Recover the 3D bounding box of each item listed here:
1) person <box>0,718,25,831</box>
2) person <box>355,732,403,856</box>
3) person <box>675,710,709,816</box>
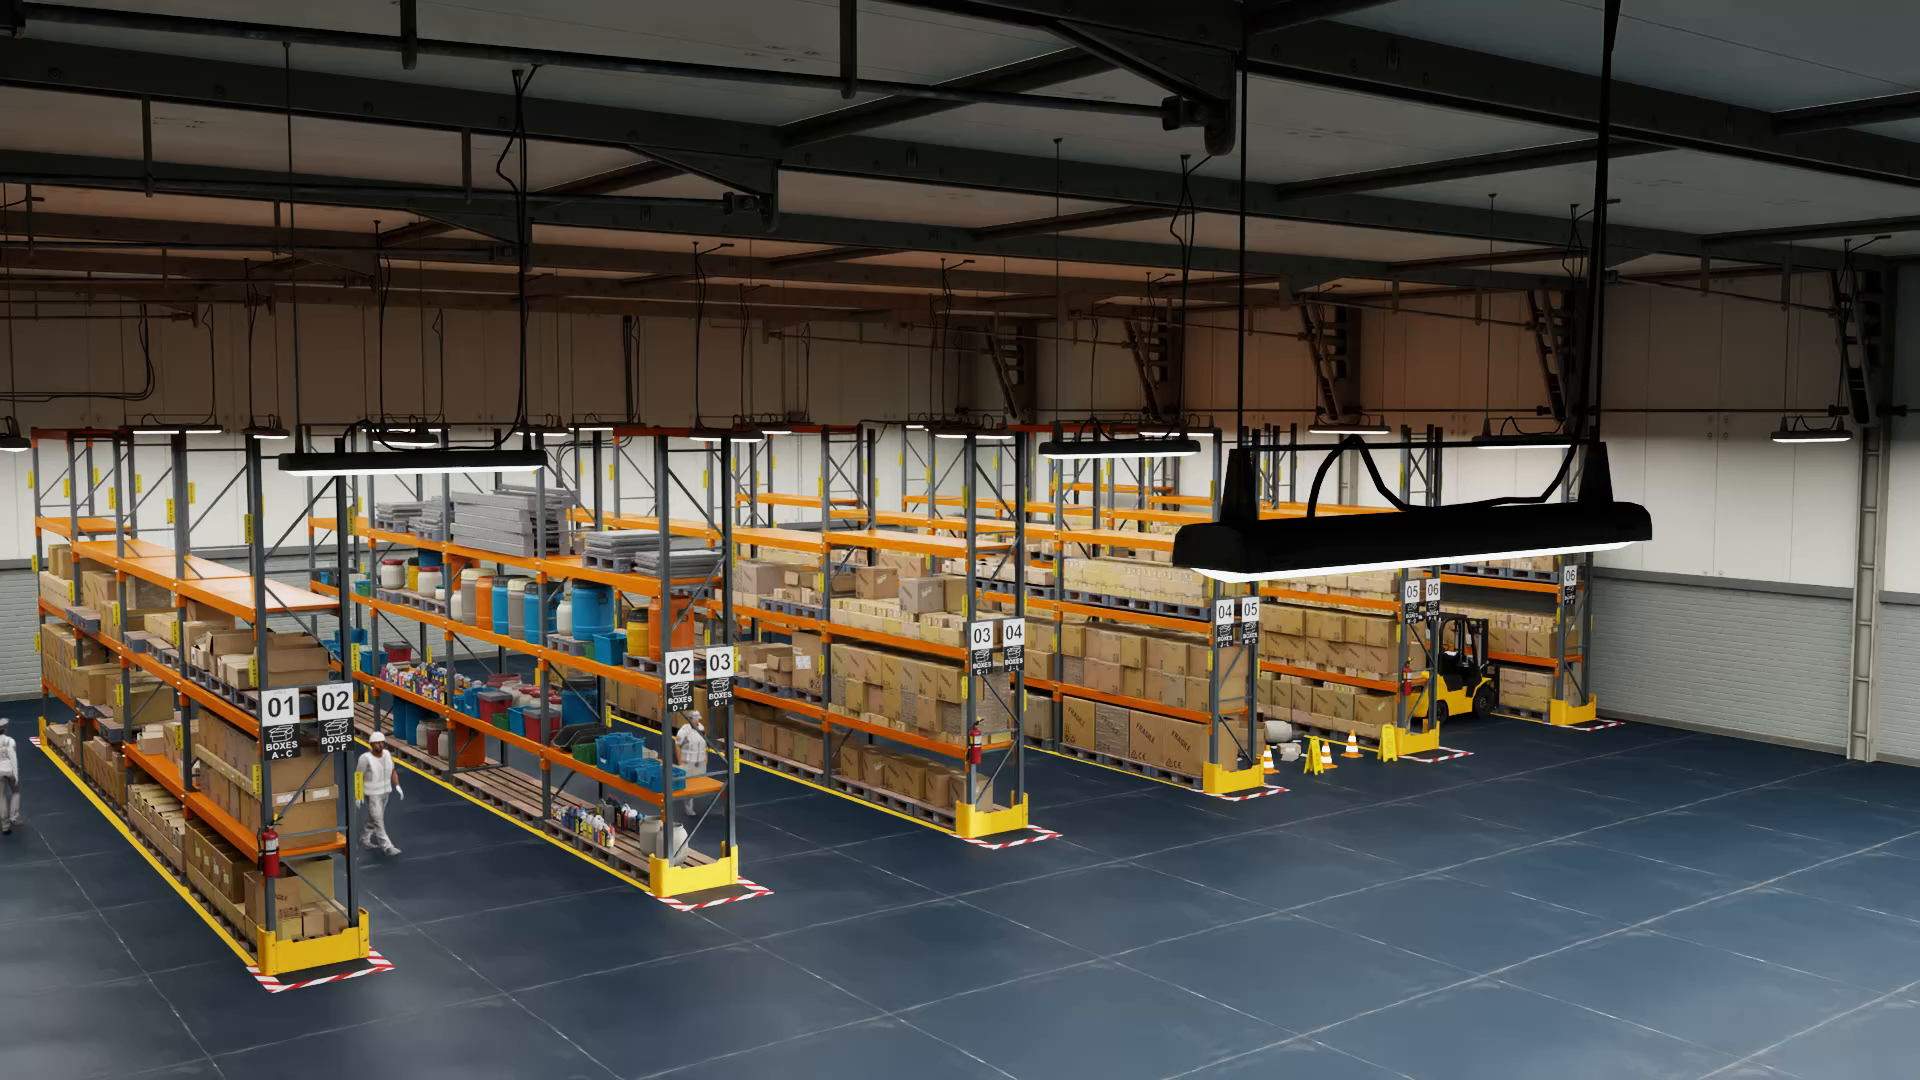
[{"bbox_3d":[-14.372,3.527,24.976,0.494,1.673,0.500,-2,5,-27],"label":"person"},{"bbox_3d":[-8.201,3.583,23.599,1.066,1.722,0.577,2,5,25],"label":"person"},{"bbox_3d":[-4.228,3.472,26.141,0.571,1.647,0.555,-4,6,-41],"label":"person"}]
